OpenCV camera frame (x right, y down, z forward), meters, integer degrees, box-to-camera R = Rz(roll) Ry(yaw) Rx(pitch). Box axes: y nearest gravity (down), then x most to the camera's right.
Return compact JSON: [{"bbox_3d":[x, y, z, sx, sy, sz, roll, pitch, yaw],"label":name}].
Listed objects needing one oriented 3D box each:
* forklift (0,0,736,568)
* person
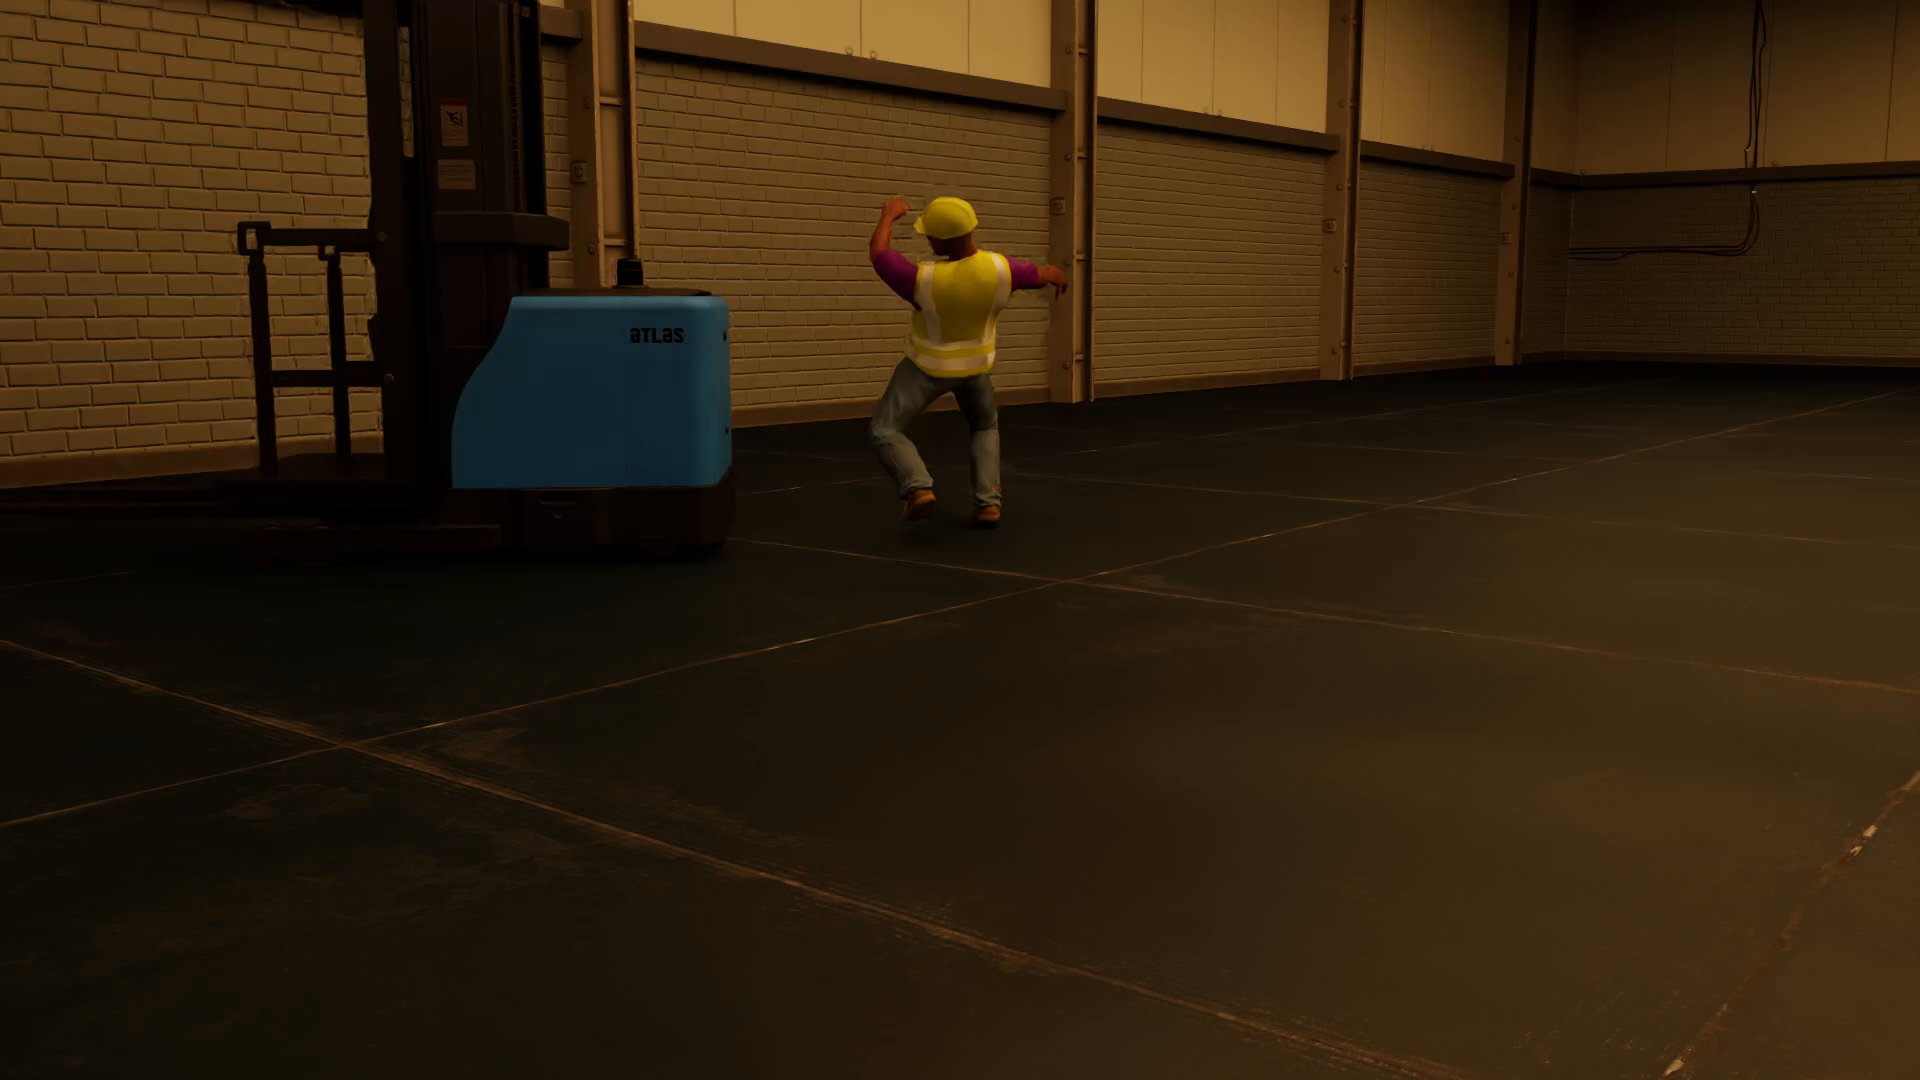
[{"bbox_3d":[-2.522,-1.419,6.980,3.031,2.935,1.130,-1,8,-4],"label":"forklift"},{"bbox_3d":[0.100,-0.842,7.773,1.116,1.525,0.752,-5,10,-32],"label":"person"}]
